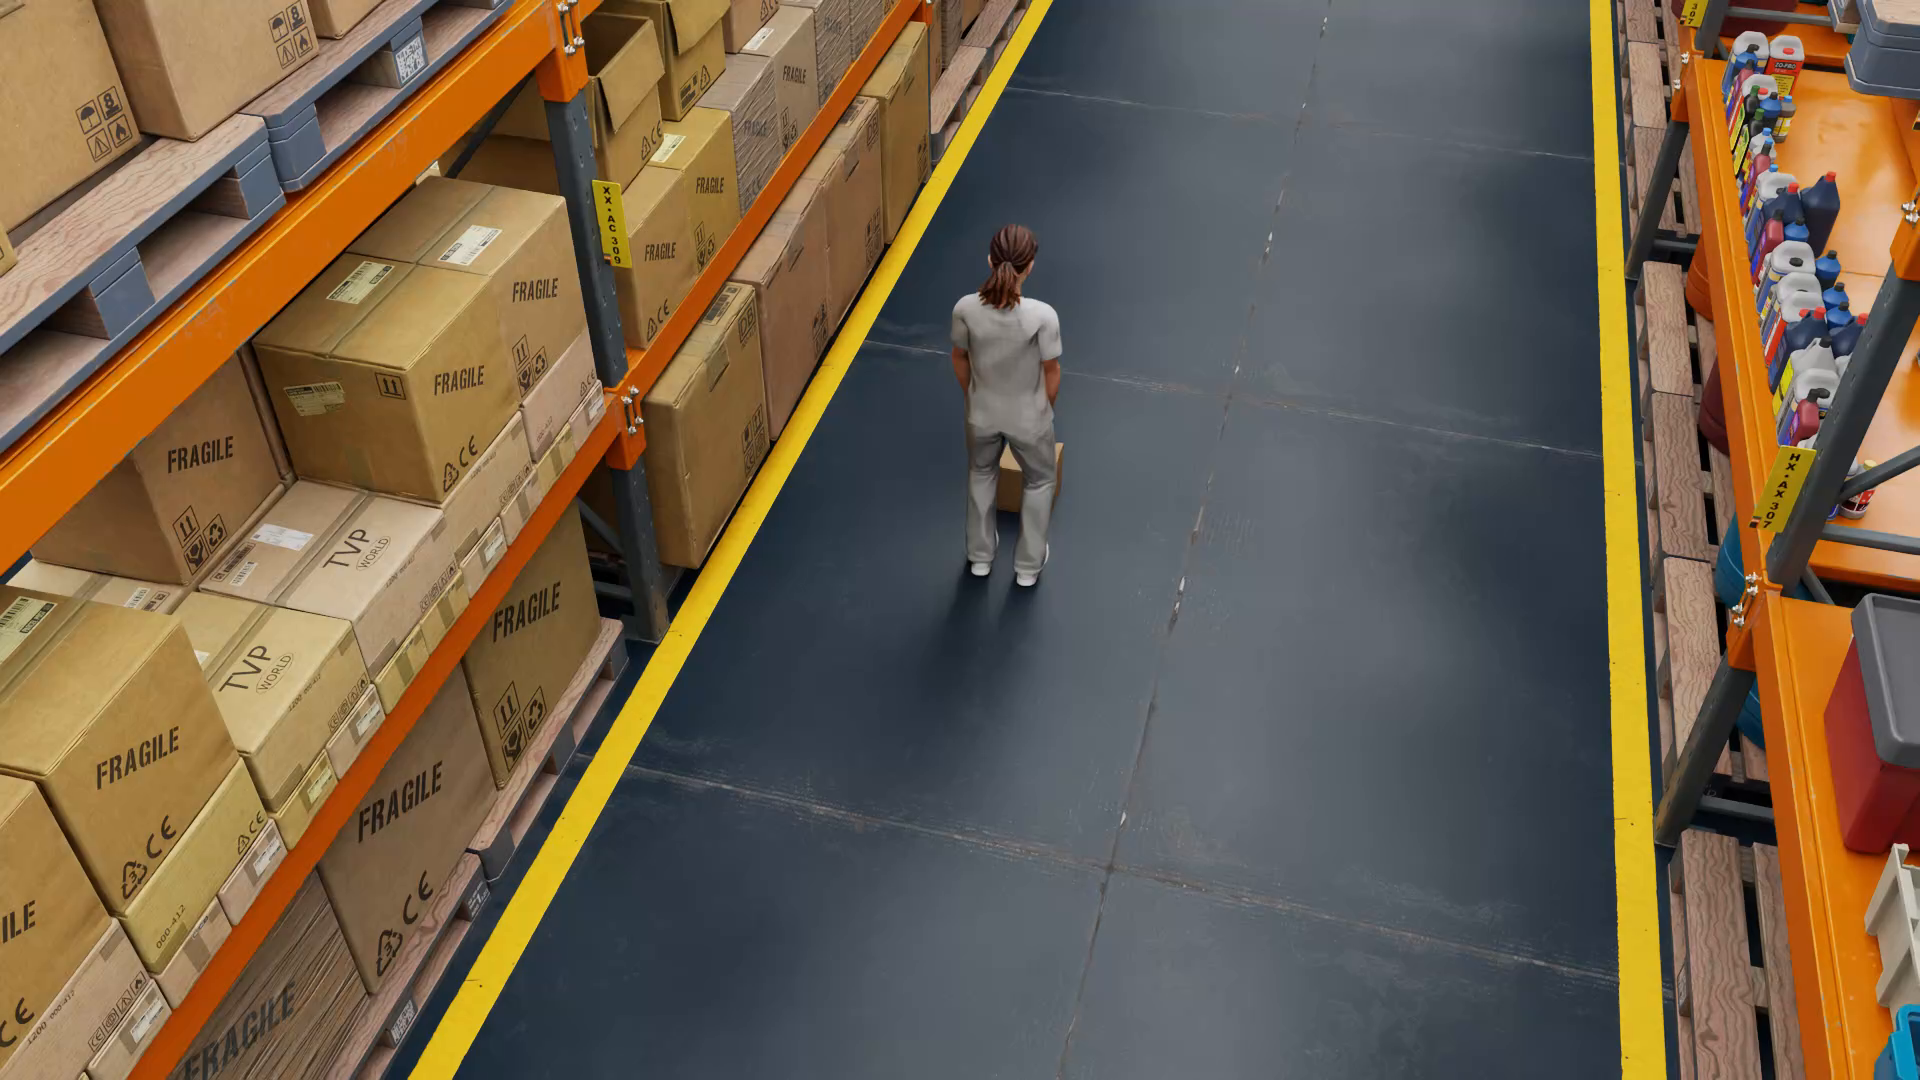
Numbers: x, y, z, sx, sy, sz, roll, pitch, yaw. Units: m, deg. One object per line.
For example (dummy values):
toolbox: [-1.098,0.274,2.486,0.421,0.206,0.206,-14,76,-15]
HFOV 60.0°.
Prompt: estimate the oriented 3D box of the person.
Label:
person: [0.184,-0.517,6.796,0.456,1.624,0.354,11,42,12]
